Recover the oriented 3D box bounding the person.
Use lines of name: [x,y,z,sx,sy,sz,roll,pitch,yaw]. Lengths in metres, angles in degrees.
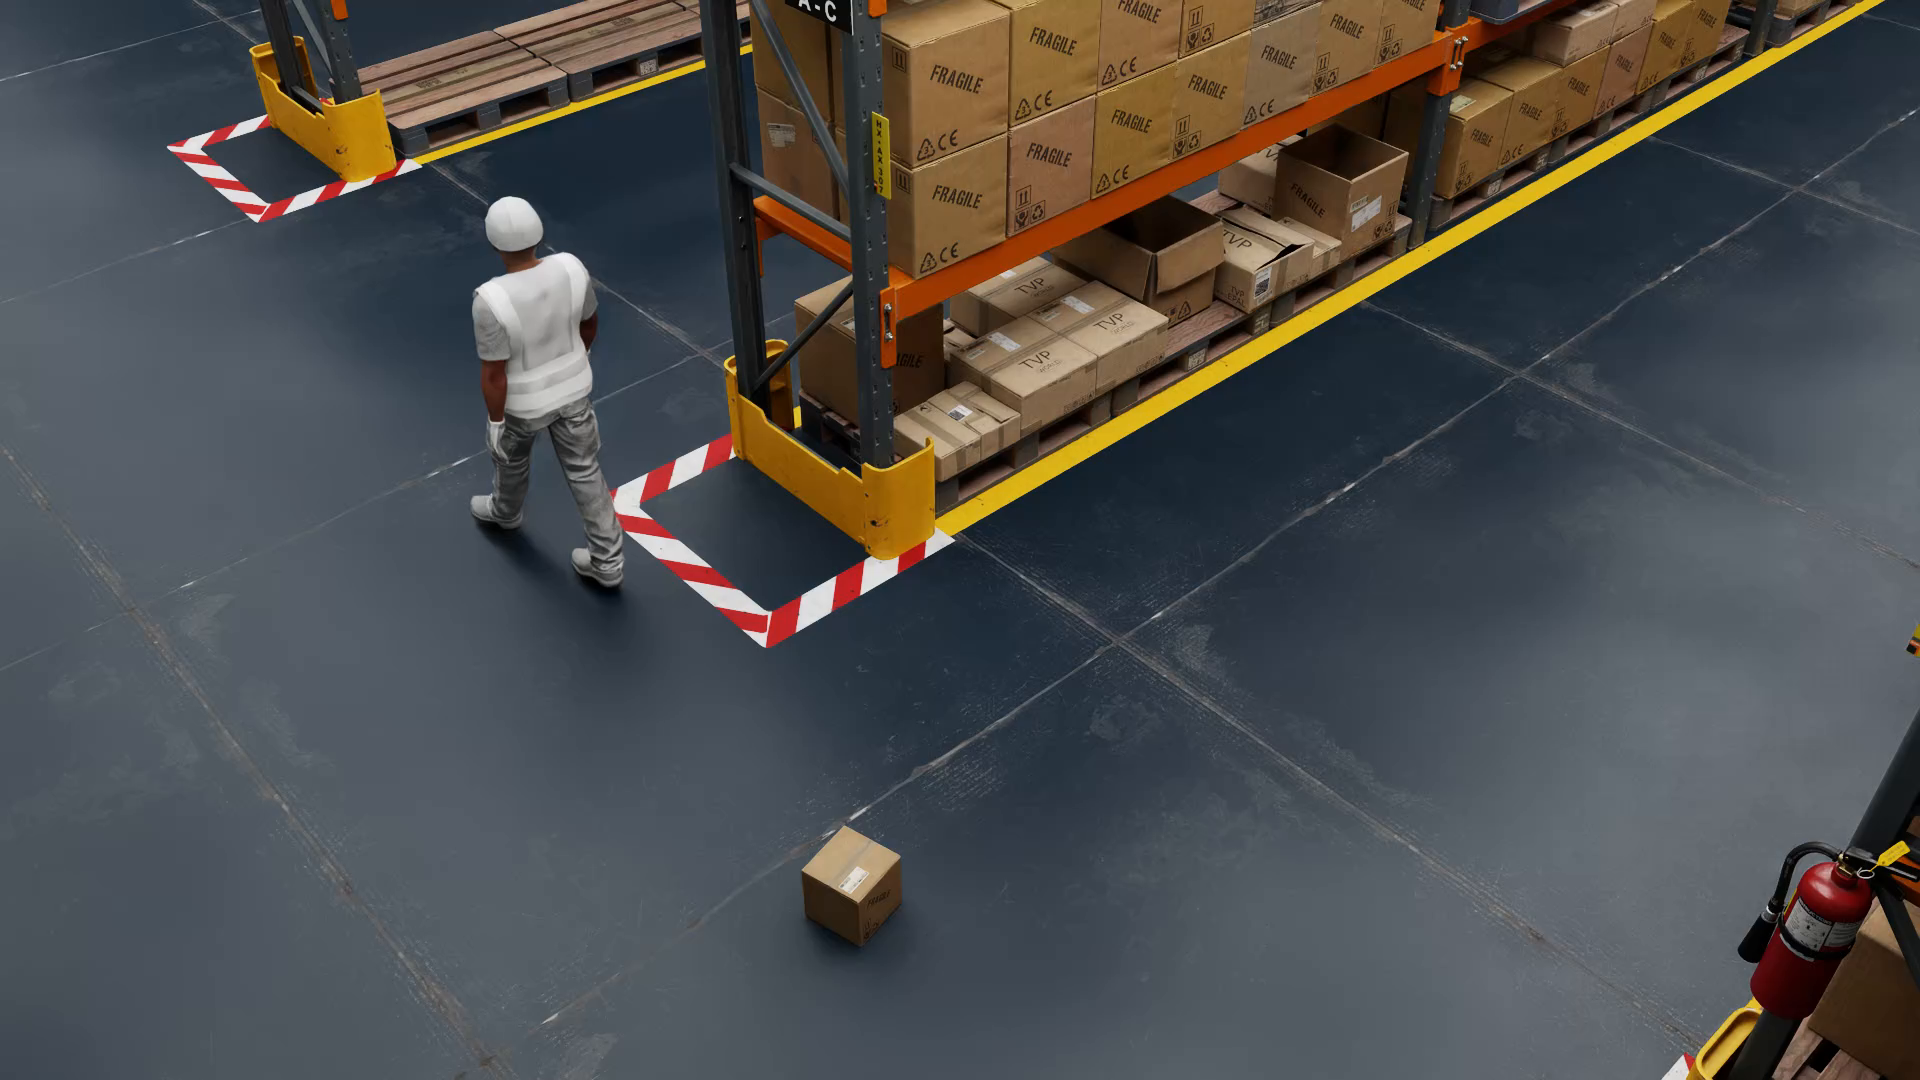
person: [-1.796,-0.681,6.934,0.604,1.735,0.941,-28,47,-29]
